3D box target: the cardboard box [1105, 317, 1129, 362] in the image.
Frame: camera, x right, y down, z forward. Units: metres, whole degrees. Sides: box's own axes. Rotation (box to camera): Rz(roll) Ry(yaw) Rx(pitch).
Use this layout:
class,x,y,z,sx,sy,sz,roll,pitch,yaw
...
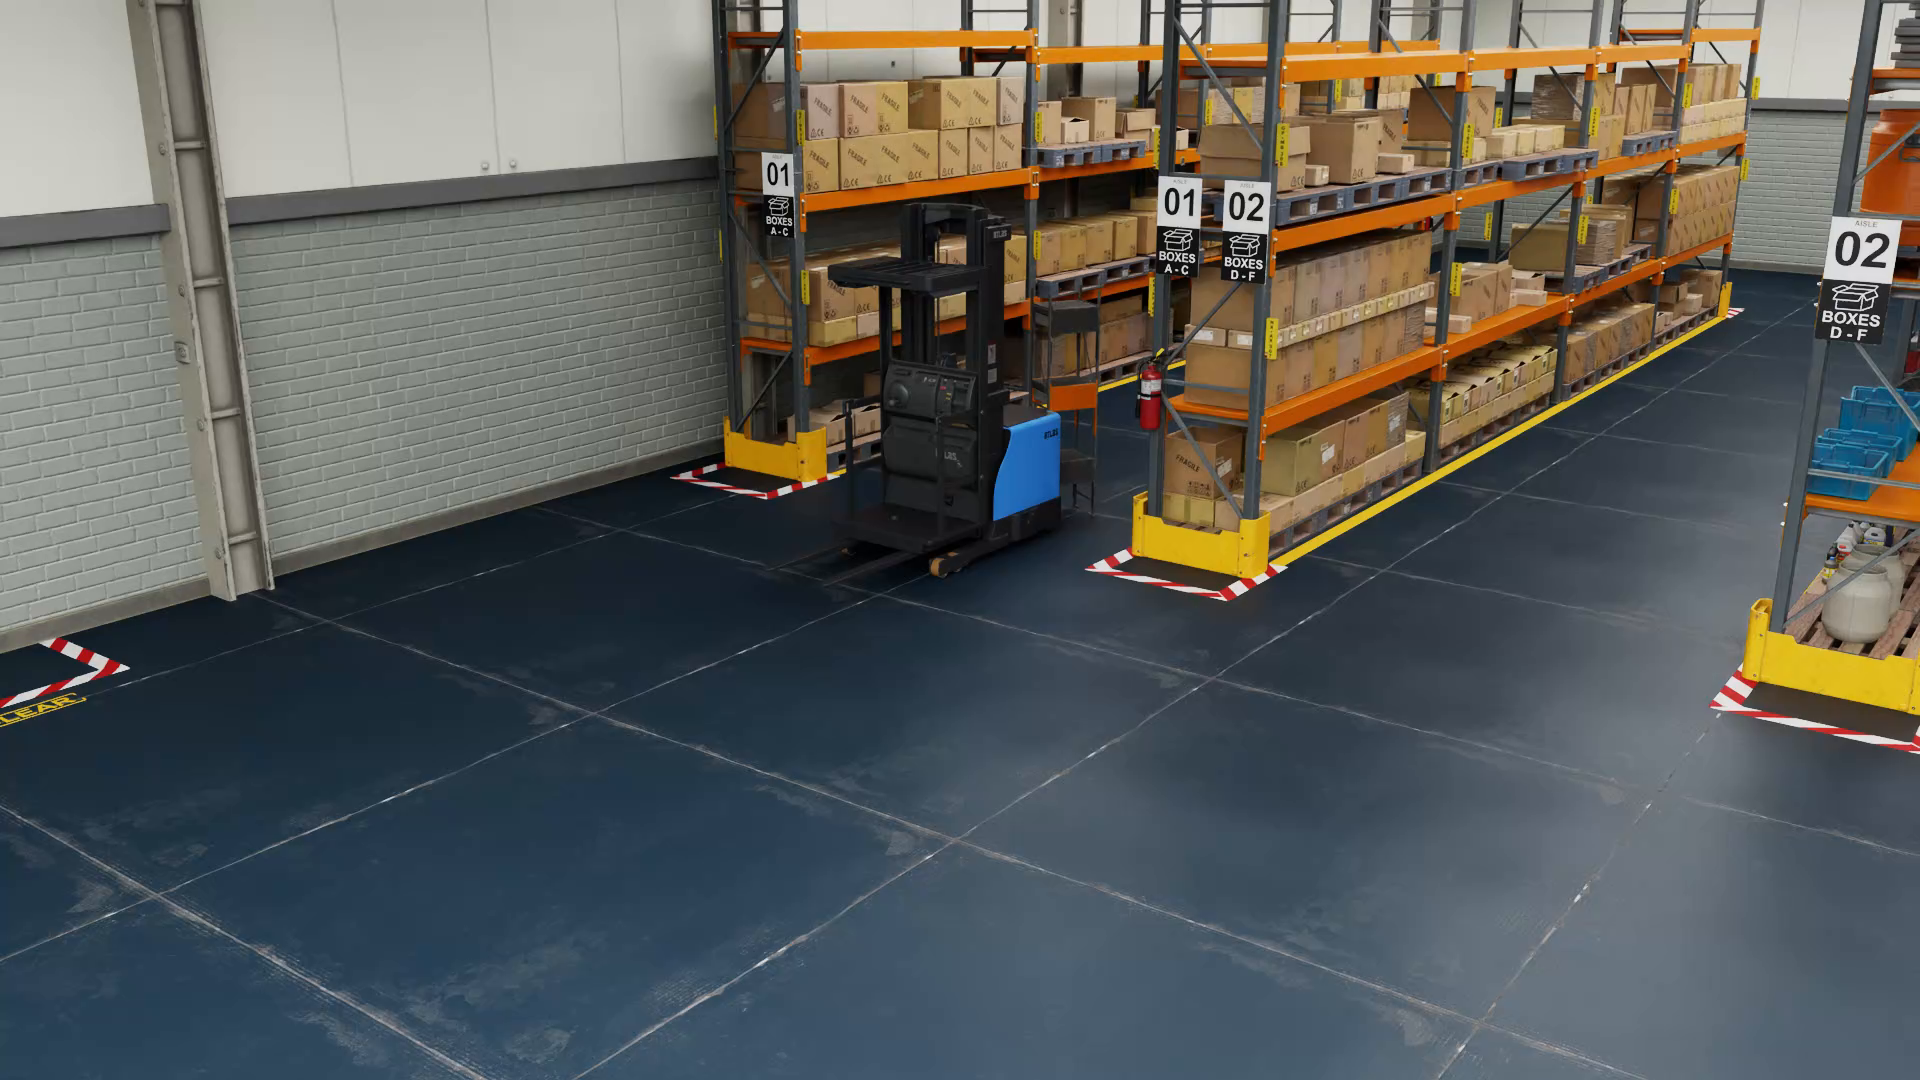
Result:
class,x,y,z,sx,sy,sz,roll,pitch,yaw
cardboard box,1.769,-2.646,21.679,0.700,0.500,0.500,12,21,34

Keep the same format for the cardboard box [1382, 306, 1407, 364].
class,x,y,z,sx,sy,sz,roll,pitch,yaw
cardboard box,3.858,-2.023,16.031,0.700,0.500,0.500,12,21,34

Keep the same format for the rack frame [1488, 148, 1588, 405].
class,x,y,z,sx,sy,sz,roll,pitch,yaw
rack frame,6.810,-3.161,19.866,1.000,3.000,0.127,12,21,35

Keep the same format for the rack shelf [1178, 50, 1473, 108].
class,x,y,z,sx,sy,sz,roll,pitch,yaw
rack shelf,3.235,-4.063,14.540,1.077,0.370,4.000,12,21,35

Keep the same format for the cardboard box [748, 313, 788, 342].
class,x,y,z,sx,sy,sz,roll,pitch,yaw
cardboard box,-1.814,-2.214,17.034,0.500,0.250,0.500,13,21,35

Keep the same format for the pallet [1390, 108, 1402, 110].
class,x,y,z,sx,sy,sz,roll,pitch,yaw
pallet,6.436,-6.861,26.871,1.003,0.211,1.213,12,21,35

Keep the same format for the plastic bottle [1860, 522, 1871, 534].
class,x,y,z,sx,sy,sz,roll,pitch,yaw
plastic bottle,7.418,-0.034,13.654,0.097,0.271,0.097,0,17,0

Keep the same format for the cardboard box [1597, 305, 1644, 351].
class,x,y,z,sx,sy,sz,roll,pitch,yaw
cardboard box,8.828,-2.846,22.323,0.500,0.500,0.500,13,21,35

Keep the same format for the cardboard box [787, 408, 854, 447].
class,x,y,z,sx,sy,sz,roll,pitch,yaw
cardboard box,-1.453,-1.205,17.359,0.500,0.311,0.500,10,20,29

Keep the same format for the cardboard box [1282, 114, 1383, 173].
class,x,y,z,sx,sy,sz,roll,pitch,yaw
cardboard box,3.344,-3.588,15.064,0.797,0.503,0.637,15,23,41

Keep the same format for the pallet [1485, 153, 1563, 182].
class,x,y,z,sx,sy,sz,roll,pitch,yaw
pallet,5.814,-4.059,18.018,1.003,0.211,1.213,14,22,37

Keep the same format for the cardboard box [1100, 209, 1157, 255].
class,x,y,z,sx,sy,sz,roll,pitch,yaw
cardboard box,2.246,-4.042,21.792,0.700,0.500,0.500,10,20,30

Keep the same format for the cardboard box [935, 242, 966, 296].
class,x,y,z,sx,sy,sz,roll,pitch,yaw
cardboard box,-0.189,-2.974,18.217,0.500,0.500,0.500,12,21,33

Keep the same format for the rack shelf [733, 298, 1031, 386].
class,x,y,z,sx,sy,sz,roll,pitch,yaw
rack shelf,-0.745,-2.263,18.187,1.077,0.370,4.000,12,21,35

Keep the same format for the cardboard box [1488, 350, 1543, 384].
class,x,y,z,sx,sy,sz,roll,pitch,yaw
cardboard box,6.391,-2.023,19.184,0.500,0.311,0.500,12,21,34

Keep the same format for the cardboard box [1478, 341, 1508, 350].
class,x,y,z,sx,sy,sz,roll,pitch,yaw
cardboard box,6.262,-2.244,19.894,0.500,0.311,0.500,13,22,37

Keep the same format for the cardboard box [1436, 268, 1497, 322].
class,x,y,z,sx,sy,sz,roll,pitch,yaw
cardboard box,5.510,-2.681,18.151,0.500,0.500,0.500,12,21,35

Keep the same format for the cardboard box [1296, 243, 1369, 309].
class,x,y,z,sx,sy,sz,roll,pitch,yaw
cardboard box,3.270,-2.411,15.092,0.700,0.500,0.500,12,21,35

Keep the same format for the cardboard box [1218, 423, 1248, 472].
class,x,y,z,sx,sy,sz,roll,pitch,yaw
cardboard box,2.708,-0.923,15.320,0.500,0.500,0.500,12,21,35

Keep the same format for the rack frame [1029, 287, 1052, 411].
class,x,y,z,sx,sy,sz,roll,pitch,yaw
rack frame,0.720,-1.218,15.119,0.015,2.100,0.400,-7,19,-23

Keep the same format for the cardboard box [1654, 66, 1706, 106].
class,x,y,z,sx,sy,sz,roll,pitch,yaw
cardboard box,9.864,-6.288,23.023,0.700,0.500,0.500,12,21,35

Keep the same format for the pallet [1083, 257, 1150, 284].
class,x,y,z,sx,sy,sz,roll,pitch,yaw
pallet,1.683,-3.465,21.169,1.003,0.211,1.213,12,21,35

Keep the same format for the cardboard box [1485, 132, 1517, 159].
class,x,y,z,sx,sy,sz,roll,pitch,yaw
cardboard box,5.615,-4.215,17.745,0.500,0.250,0.500,10,20,30

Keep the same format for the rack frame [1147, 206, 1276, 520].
class,x,y,z,sx,sy,sz,roll,pitch,yaw
rack frame,2.044,-1.256,13.730,1.000,3.000,0.127,12,21,35

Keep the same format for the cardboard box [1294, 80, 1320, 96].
class,x,y,z,sx,sy,sz,roll,pitch,yaw
cardboard box,5.442,-7.163,25.807,0.500,0.500,0.500,12,21,34

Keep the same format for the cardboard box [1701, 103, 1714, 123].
class,x,y,z,sx,sy,sz,roll,pitch,yaw
cardboard box,10.287,-6.022,23.430,0.500,0.250,0.500,12,21,35

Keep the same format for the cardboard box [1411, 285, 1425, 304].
class,x,y,z,sx,sy,sz,roll,pitch,yaw
cardboard box,4.288,-2.405,16.168,0.380,0.149,0.250,12,21,34

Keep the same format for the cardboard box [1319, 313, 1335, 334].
class,x,y,z,sx,sy,sz,roll,pitch,yaw
cardboard box,3.064,-1.915,14.590,0.380,0.149,0.250,12,21,33

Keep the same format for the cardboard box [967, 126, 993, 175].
class,x,y,z,sx,sy,sz,roll,pitch,yaw
cardboard box,0.032,-4.291,18.243,0.500,0.500,0.500,10,20,30

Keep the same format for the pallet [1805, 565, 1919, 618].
class,x,y,z,sx,sy,sz,roll,pitch,yaw
pallet,7.243,0.444,12.959,1.003,0.211,1.213,12,21,35

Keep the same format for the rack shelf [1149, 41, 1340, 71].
class,x,y,z,sx,sy,sz,roll,pitch,yaw
rack shelf,4.021,-6.843,23.492,1.077,0.370,4.000,12,21,35

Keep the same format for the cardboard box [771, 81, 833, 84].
class,x,y,z,sx,sy,sz,roll,pitch,yaw
cardboard box,-1.574,-4.378,16.839,0.500,0.500,0.500,14,22,38

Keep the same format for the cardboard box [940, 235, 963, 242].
class,x,y,z,sx,sy,sz,roll,pitch,yaw
cardboard box,-0.313,-3.182,18.886,0.500,0.500,0.500,12,21,34

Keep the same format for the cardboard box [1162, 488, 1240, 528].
class,x,y,z,sx,sy,sz,roll,pitch,yaw
cardboard box,2.126,-0.323,14.655,0.500,0.250,0.500,12,21,35

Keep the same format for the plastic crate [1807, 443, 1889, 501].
class,x,y,z,sx,sy,sz,roll,pitch,yaw
plastic crate,6.077,-0.481,11.485,0.499,0.251,0.616,12,21,35

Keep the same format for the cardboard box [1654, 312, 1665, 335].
class,x,y,z,sx,sy,sz,roll,pitch,yaw
cardboard box,9.617,-3.102,23.466,0.500,0.311,0.500,12,21,35

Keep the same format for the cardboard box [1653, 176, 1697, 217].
class,x,y,z,sx,sy,sz,roll,pitch,yaw
cardboard box,10.007,-4.825,23.368,0.500,0.500,0.500,12,21,33

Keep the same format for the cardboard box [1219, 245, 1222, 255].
class,x,y,z,sx,sy,sz,roll,pitch,yaw
cardboard box,3.595,-4.070,23.181,0.380,0.149,0.250,13,22,36

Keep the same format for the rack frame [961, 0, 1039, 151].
class,x,y,z,sx,sy,sz,roll,pitch,yaw
rack frame,0.446,-5.948,18.724,1.000,3.000,0.127,12,21,35

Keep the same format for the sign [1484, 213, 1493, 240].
class,x,y,z,sx,sy,sz,roll,pitch,yaw
sign,6.369,-3.770,20.008,0.100,0.325,0.005,12,21,35

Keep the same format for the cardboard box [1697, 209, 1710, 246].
class,x,y,z,sx,sy,sz,roll,pitch,yaw
cardboard box,10.620,-4.598,24.323,0.500,0.500,0.500,12,21,34

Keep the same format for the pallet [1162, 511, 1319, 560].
class,x,y,z,sx,sy,sz,roll,pitch,yaw
pallet,2.466,-0.114,14.754,1.003,0.211,1.213,12,21,35

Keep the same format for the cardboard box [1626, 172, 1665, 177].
class,x,y,z,sx,sy,sz,roll,pitch,yaw
cardboard box,9.890,-5.048,24.087,0.500,0.500,0.500,13,21,35

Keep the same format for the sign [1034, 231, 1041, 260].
class,x,y,z,sx,sy,sz,roll,pitch,yaw
sign,0.887,-3.402,19.183,0.100,0.325,0.005,12,21,35

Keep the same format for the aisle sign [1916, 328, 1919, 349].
class,x,y,z,sx,sy,sz,roll,pitch,yaw
aisle sign,6.212,-1.552,10.301,0.394,0.787,0.004,12,21,35

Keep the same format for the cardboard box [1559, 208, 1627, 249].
class,x,y,z,sx,sy,sz,roll,pitch,yaw
cardboard box,8.373,-4.114,22.057,0.500,0.500,0.700,-16,23,-42

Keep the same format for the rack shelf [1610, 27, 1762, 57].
class,x,y,z,sx,sy,sz,roll,pitch,yaw
rack shelf,10.385,-7.110,23.685,1.077,0.370,4.000,12,21,35

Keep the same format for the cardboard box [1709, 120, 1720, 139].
class,x,y,z,sx,sy,sz,roll,pitch,yaw
cardboard box,10.577,-5.904,23.893,0.500,0.250,0.500,12,21,35

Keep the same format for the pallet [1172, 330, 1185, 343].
class,x,y,z,sx,sy,sz,roll,pitch,yaw
pallet,3.360,-2.879,23.657,1.003,0.211,1.213,12,21,35

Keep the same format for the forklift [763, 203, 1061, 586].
class,x,y,z,sx,sy,sz,roll,pitch,yaw
forklift,-0.386,-1.252,13.833,1.130,2.935,3.031,13,21,36

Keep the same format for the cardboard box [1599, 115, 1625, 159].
class,x,y,z,sx,sy,sz,roll,pitch,yaw
cardboard box,7.657,-4.997,20.550,0.910,0.500,0.500,12,21,35

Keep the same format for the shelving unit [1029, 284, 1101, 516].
class,x,y,z,sx,sy,sz,roll,pitch,yaw
shelving unit,0.943,-1.247,15.213,0.503,2.100,0.431,-7,19,-23

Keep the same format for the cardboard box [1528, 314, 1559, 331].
class,x,y,z,sx,sy,sz,roll,pitch,yaw
cardboard box,7.209,-2.814,20.957,0.500,0.250,0.500,13,22,37

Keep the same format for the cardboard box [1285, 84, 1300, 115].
class,x,y,z,sx,sy,sz,roll,pitch,yaw
cardboard box,4.600,-6.489,24.612,0.700,0.500,0.500,11,20,32

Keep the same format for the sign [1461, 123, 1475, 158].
class,x,y,z,sx,sy,sz,roll,pitch,yaw
sign,4.873,-3.828,15.950,0.100,0.325,0.005,12,21,35

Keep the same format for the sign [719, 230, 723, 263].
class,x,y,z,sx,sy,sz,roll,pitch,yaw
sign,-2.371,-2.937,16.659,0.100,0.325,0.005,12,21,35

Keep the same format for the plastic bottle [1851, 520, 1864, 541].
class,x,y,z,sx,sy,sz,roll,pitch,yaw
plastic bottle,7.223,-0.012,13.450,0.144,0.351,0.185,12,21,34
